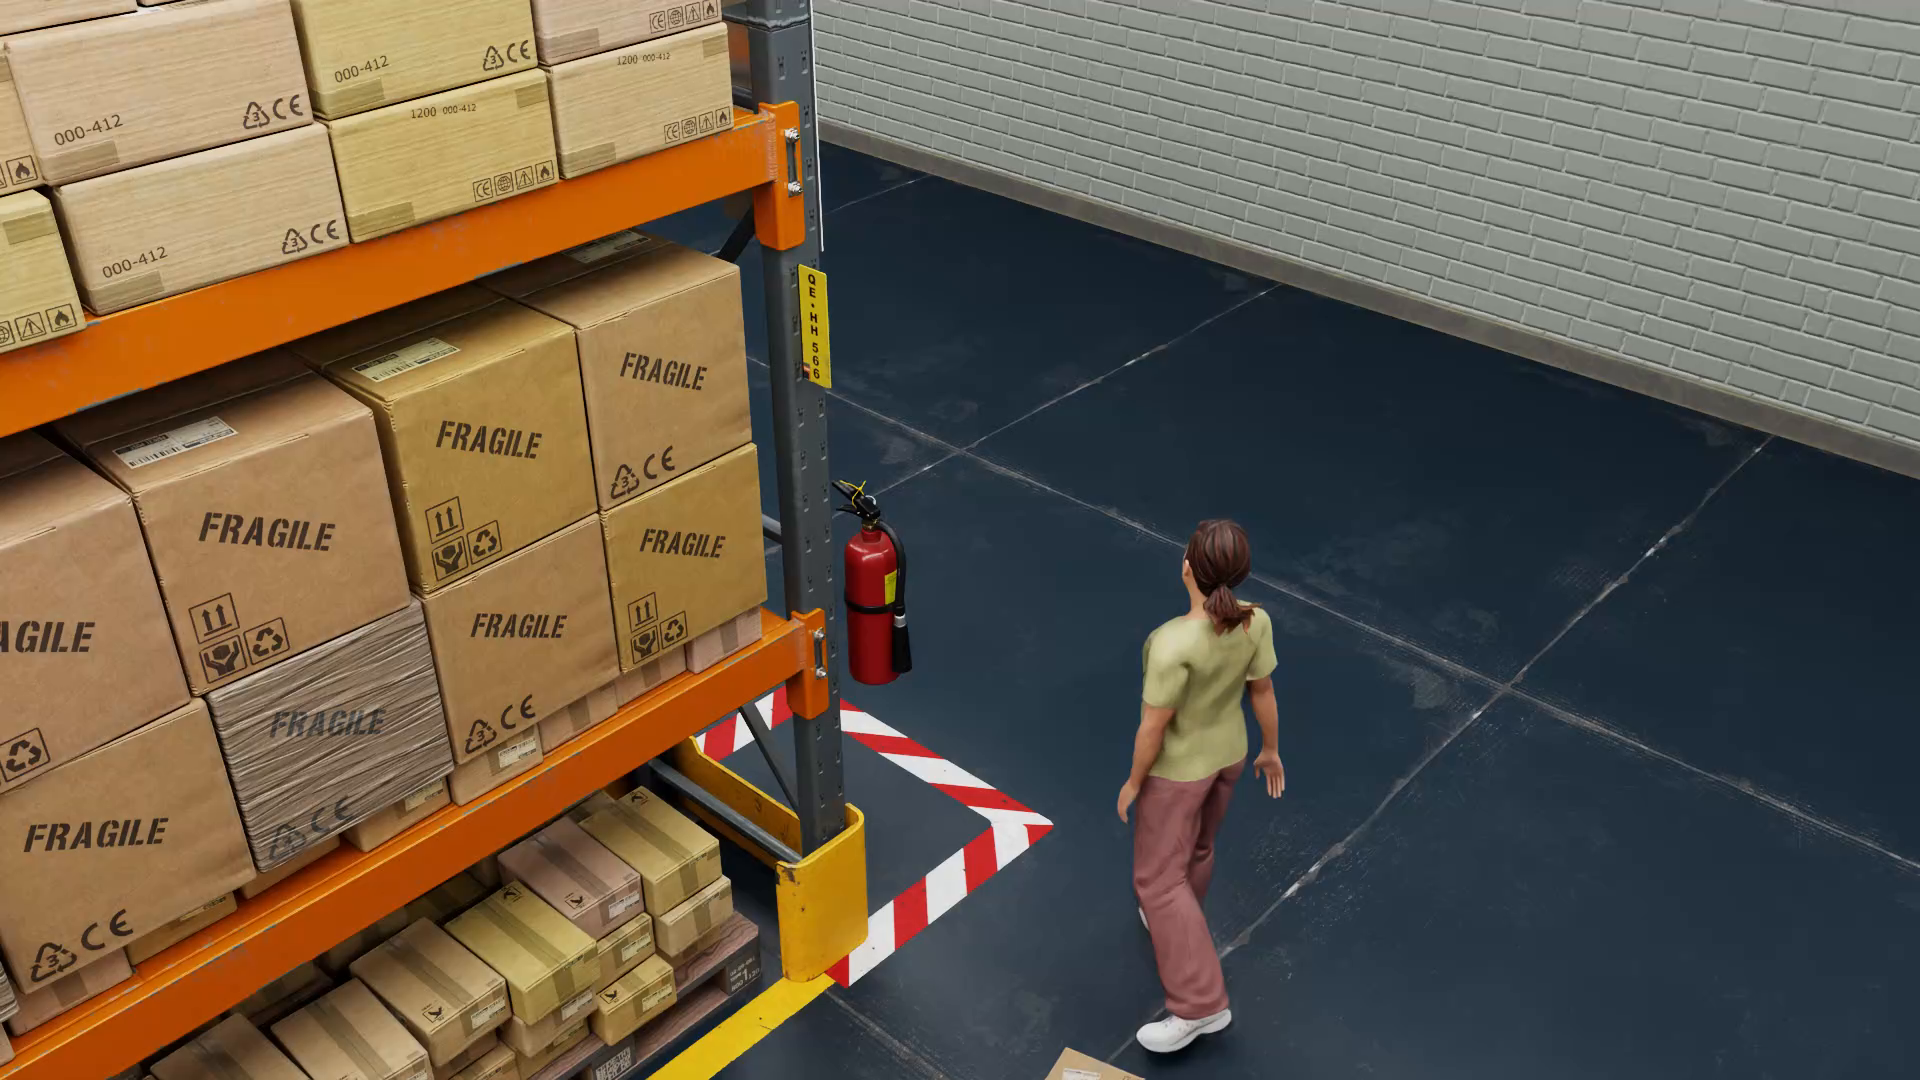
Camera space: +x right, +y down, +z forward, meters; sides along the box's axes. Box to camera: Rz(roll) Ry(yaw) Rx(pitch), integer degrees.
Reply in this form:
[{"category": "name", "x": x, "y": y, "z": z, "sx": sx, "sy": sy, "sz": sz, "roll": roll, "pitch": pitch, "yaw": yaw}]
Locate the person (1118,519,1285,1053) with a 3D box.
[{"category": "person", "x": 0.684, "y": 0.713, "z": 4.957, "sx": 0.604, "sy": 1.664, "sz": 0.605, "roll": -21, "pitch": 37, "yaw": -30}]
